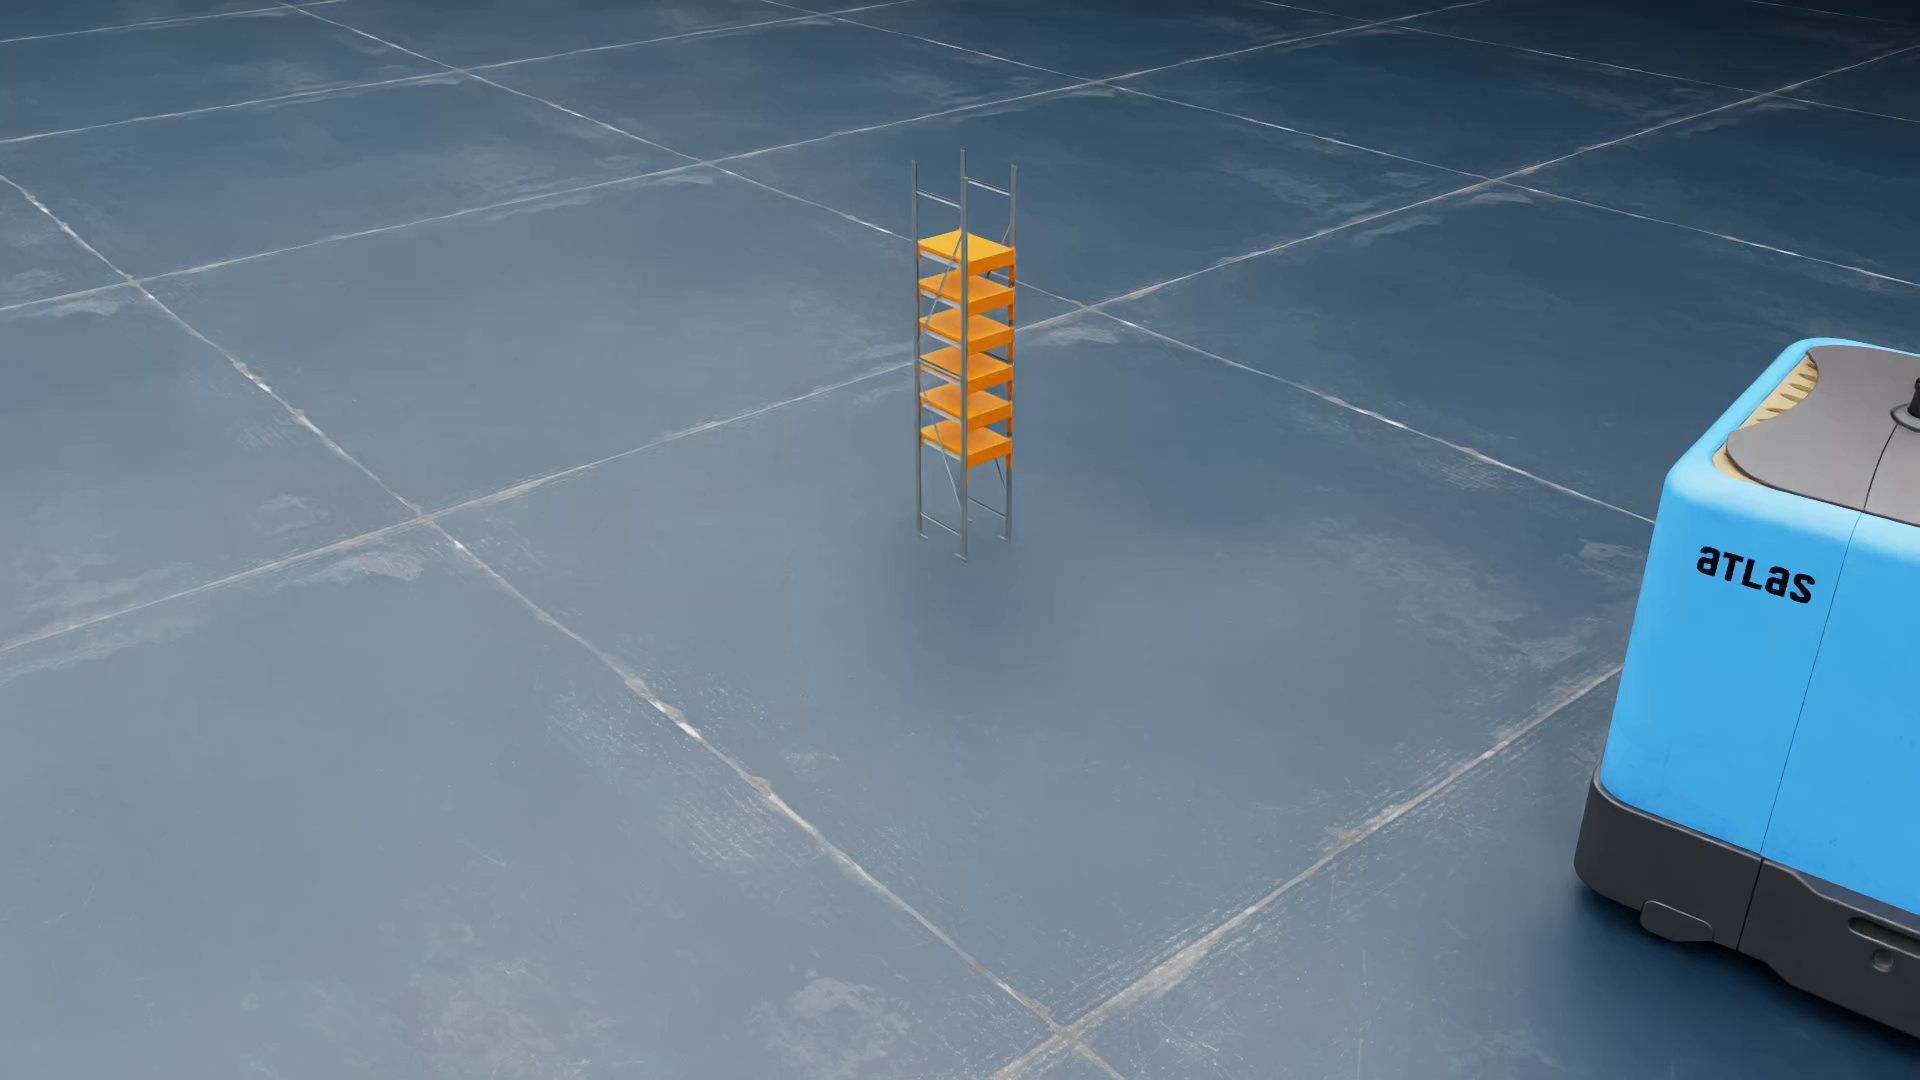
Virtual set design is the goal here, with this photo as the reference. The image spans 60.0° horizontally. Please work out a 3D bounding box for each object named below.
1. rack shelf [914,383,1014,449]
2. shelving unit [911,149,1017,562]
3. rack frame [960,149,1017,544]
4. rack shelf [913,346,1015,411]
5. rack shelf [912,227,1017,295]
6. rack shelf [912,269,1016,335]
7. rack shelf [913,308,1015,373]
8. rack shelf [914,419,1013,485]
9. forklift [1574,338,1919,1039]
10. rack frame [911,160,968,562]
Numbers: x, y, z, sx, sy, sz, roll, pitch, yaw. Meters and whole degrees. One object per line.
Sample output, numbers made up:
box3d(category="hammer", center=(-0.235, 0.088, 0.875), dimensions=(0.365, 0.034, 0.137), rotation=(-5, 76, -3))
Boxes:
box3d(category="rack shelf", center=(0.011, -0.389, 5.053), dimensions=(0.180, 0.103, 0.258), rotation=(-22, 35, -35))
box3d(category="shelving unit", center=(0.011, -0.534, 4.975), dimensions=(0.189, 1.200, 0.258), rotation=(-22, 35, -35))
box3d(category="rack frame", center=(0.081, -0.562, 5.028), dimensions=(0.006, 1.200, 0.240), rotation=(-22, 35, -35))
box3d(category="rack shelf", center=(0.011, -0.494, 4.996), dimensions=(0.180, 0.103, 0.258), rotation=(-22, 35, -35))
box3d(category="rack shelf", center=(0.011, -0.812, 4.827), dimensions=(0.180, 0.103, 0.258), rotation=(-22, 35, -35))
box3d(category="rack shelf", center=(0.011, -0.706, 4.883), dimensions=(0.180, 0.103, 0.258), rotation=(-22, 35, -35))
box3d(category="rack shelf", center=(0.011, -0.600, 4.940), dimensions=(0.180, 0.103, 0.258), rotation=(-22, 35, -35))
box3d(category="rack shelf", center=(0.011, -0.283, 5.110), dimensions=(0.180, 0.103, 0.258), rotation=(-22, 35, -35))
box3d(category="forklift", center=(2.843, -0.228, 2.567), dimensions=(3.031, 2.935, 1.130), rotation=(21, 34, 33))
box3d(category="rack frame", center=(-0.059, -0.506, 4.923), dimensions=(0.006, 1.200, 0.240), rotation=(-22, 35, -35))
